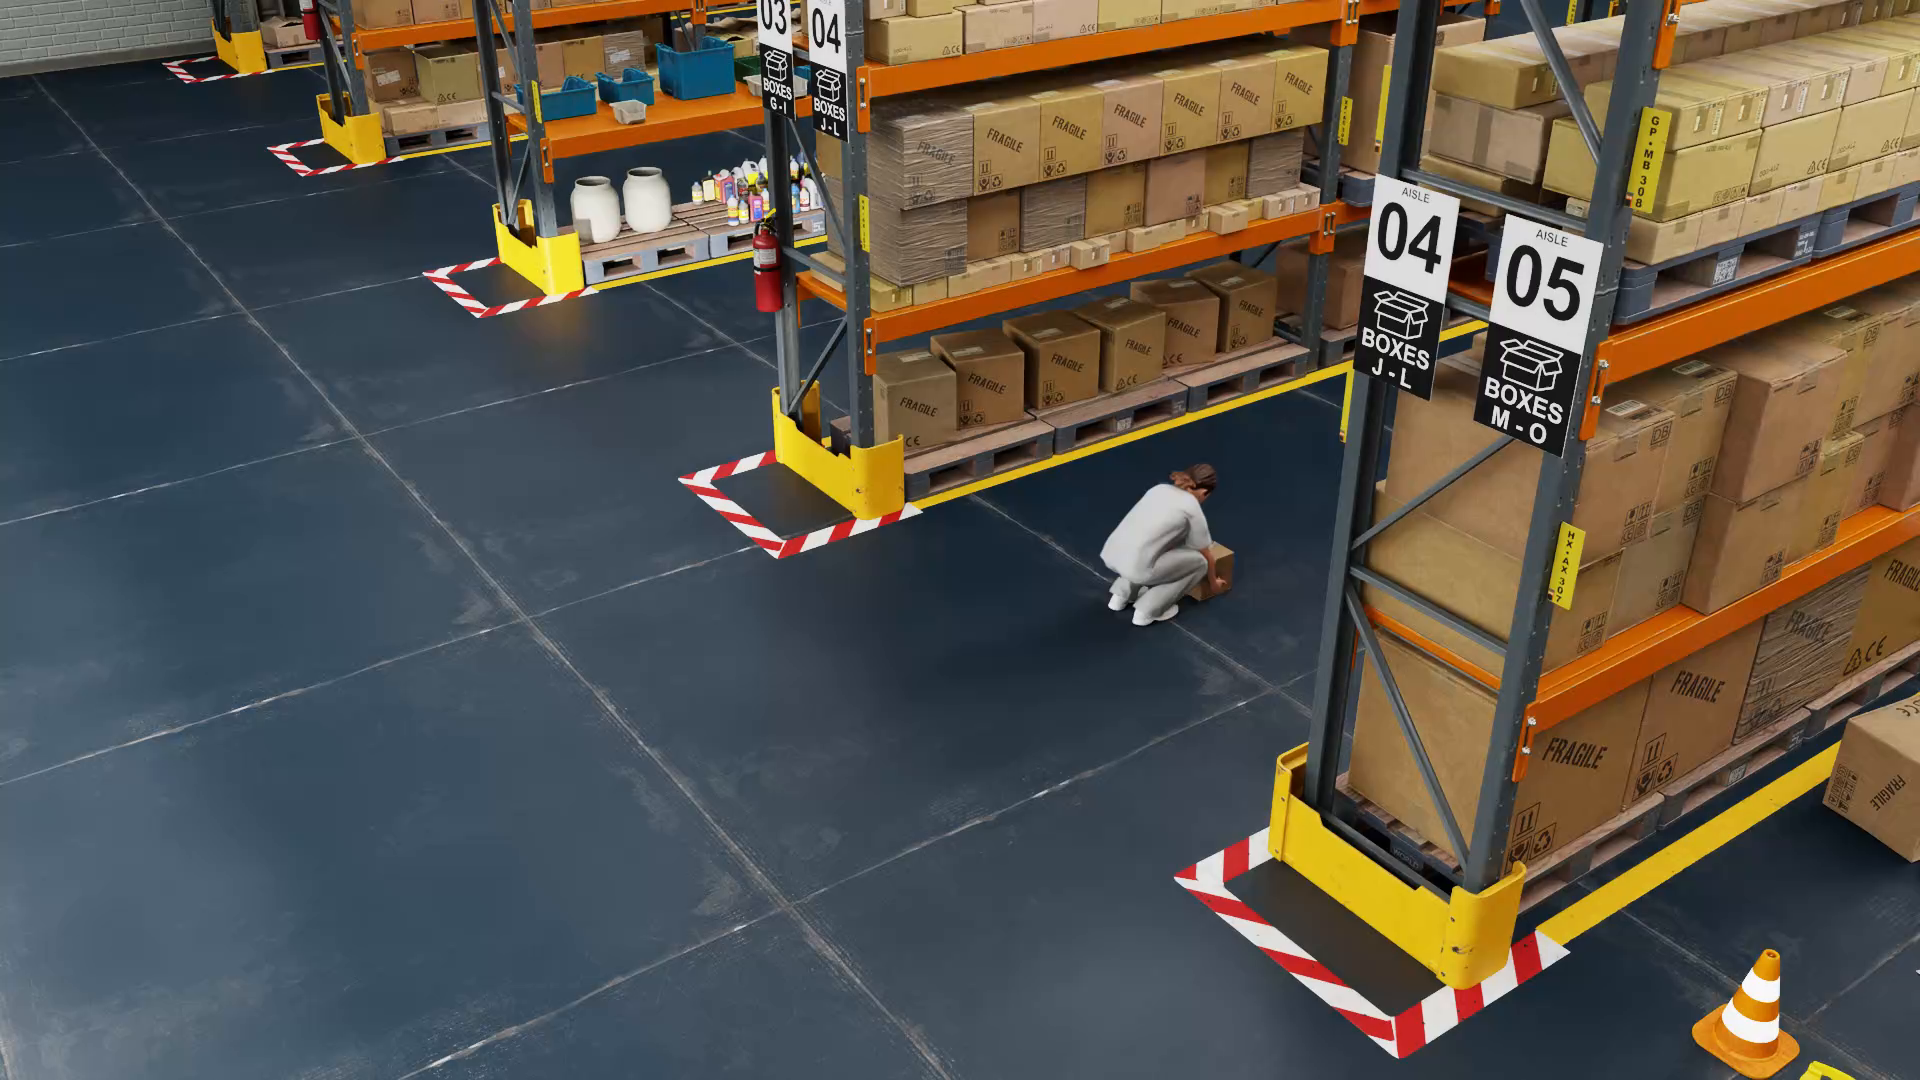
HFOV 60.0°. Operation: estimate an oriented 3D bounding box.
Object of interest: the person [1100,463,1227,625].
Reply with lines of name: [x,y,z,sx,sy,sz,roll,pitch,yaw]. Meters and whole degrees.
person: [1.168,0.026,9.525,0.807,0.808,0.479,-19,34,-30]
